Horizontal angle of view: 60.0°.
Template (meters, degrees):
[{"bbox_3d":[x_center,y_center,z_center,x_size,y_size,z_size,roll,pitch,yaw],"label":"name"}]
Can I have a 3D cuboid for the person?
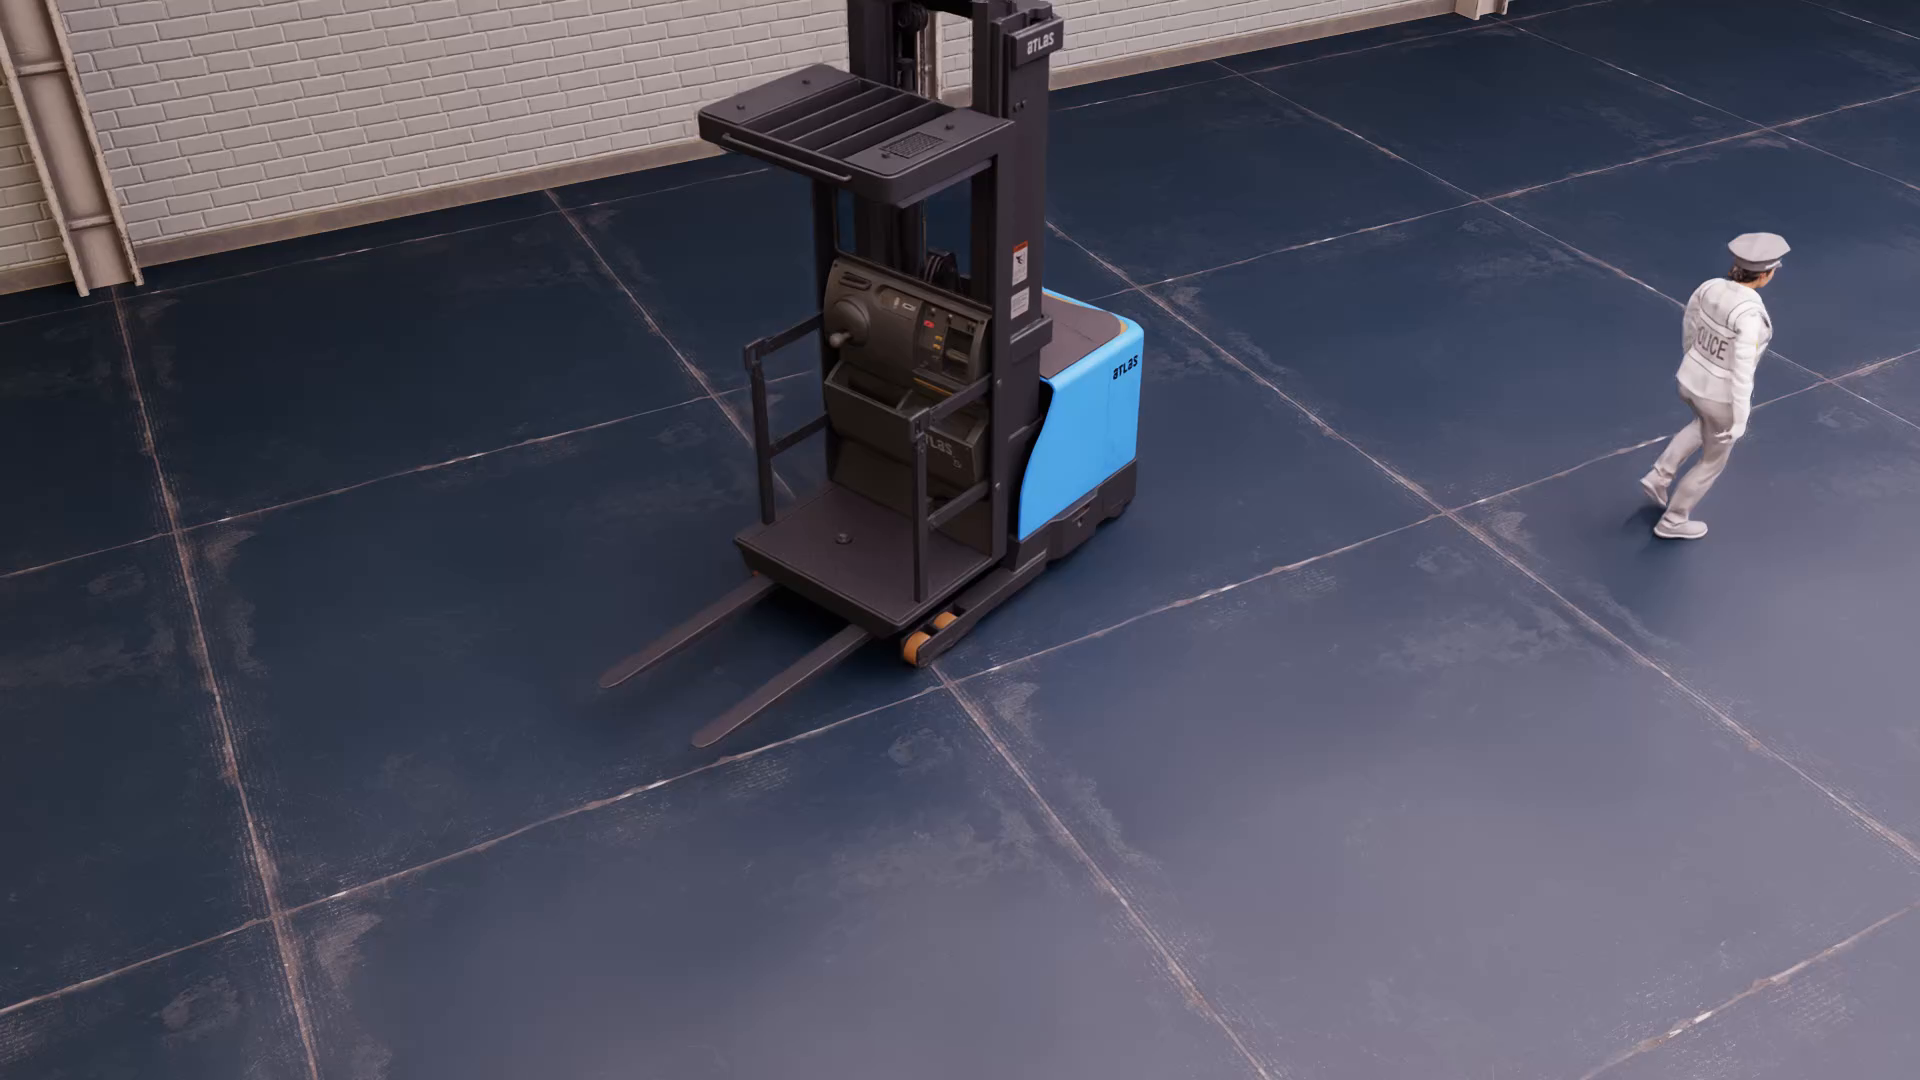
[{"bbox_3d":[3.798,-0.753,8.301,0.432,1.652,0.624,-9,36,-12],"label":"person"}]

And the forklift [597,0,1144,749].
[{"bbox_3d":[-0.390,-0.927,7.434,1.130,2.935,3.031,26,43,31],"label":"forklift"}]
